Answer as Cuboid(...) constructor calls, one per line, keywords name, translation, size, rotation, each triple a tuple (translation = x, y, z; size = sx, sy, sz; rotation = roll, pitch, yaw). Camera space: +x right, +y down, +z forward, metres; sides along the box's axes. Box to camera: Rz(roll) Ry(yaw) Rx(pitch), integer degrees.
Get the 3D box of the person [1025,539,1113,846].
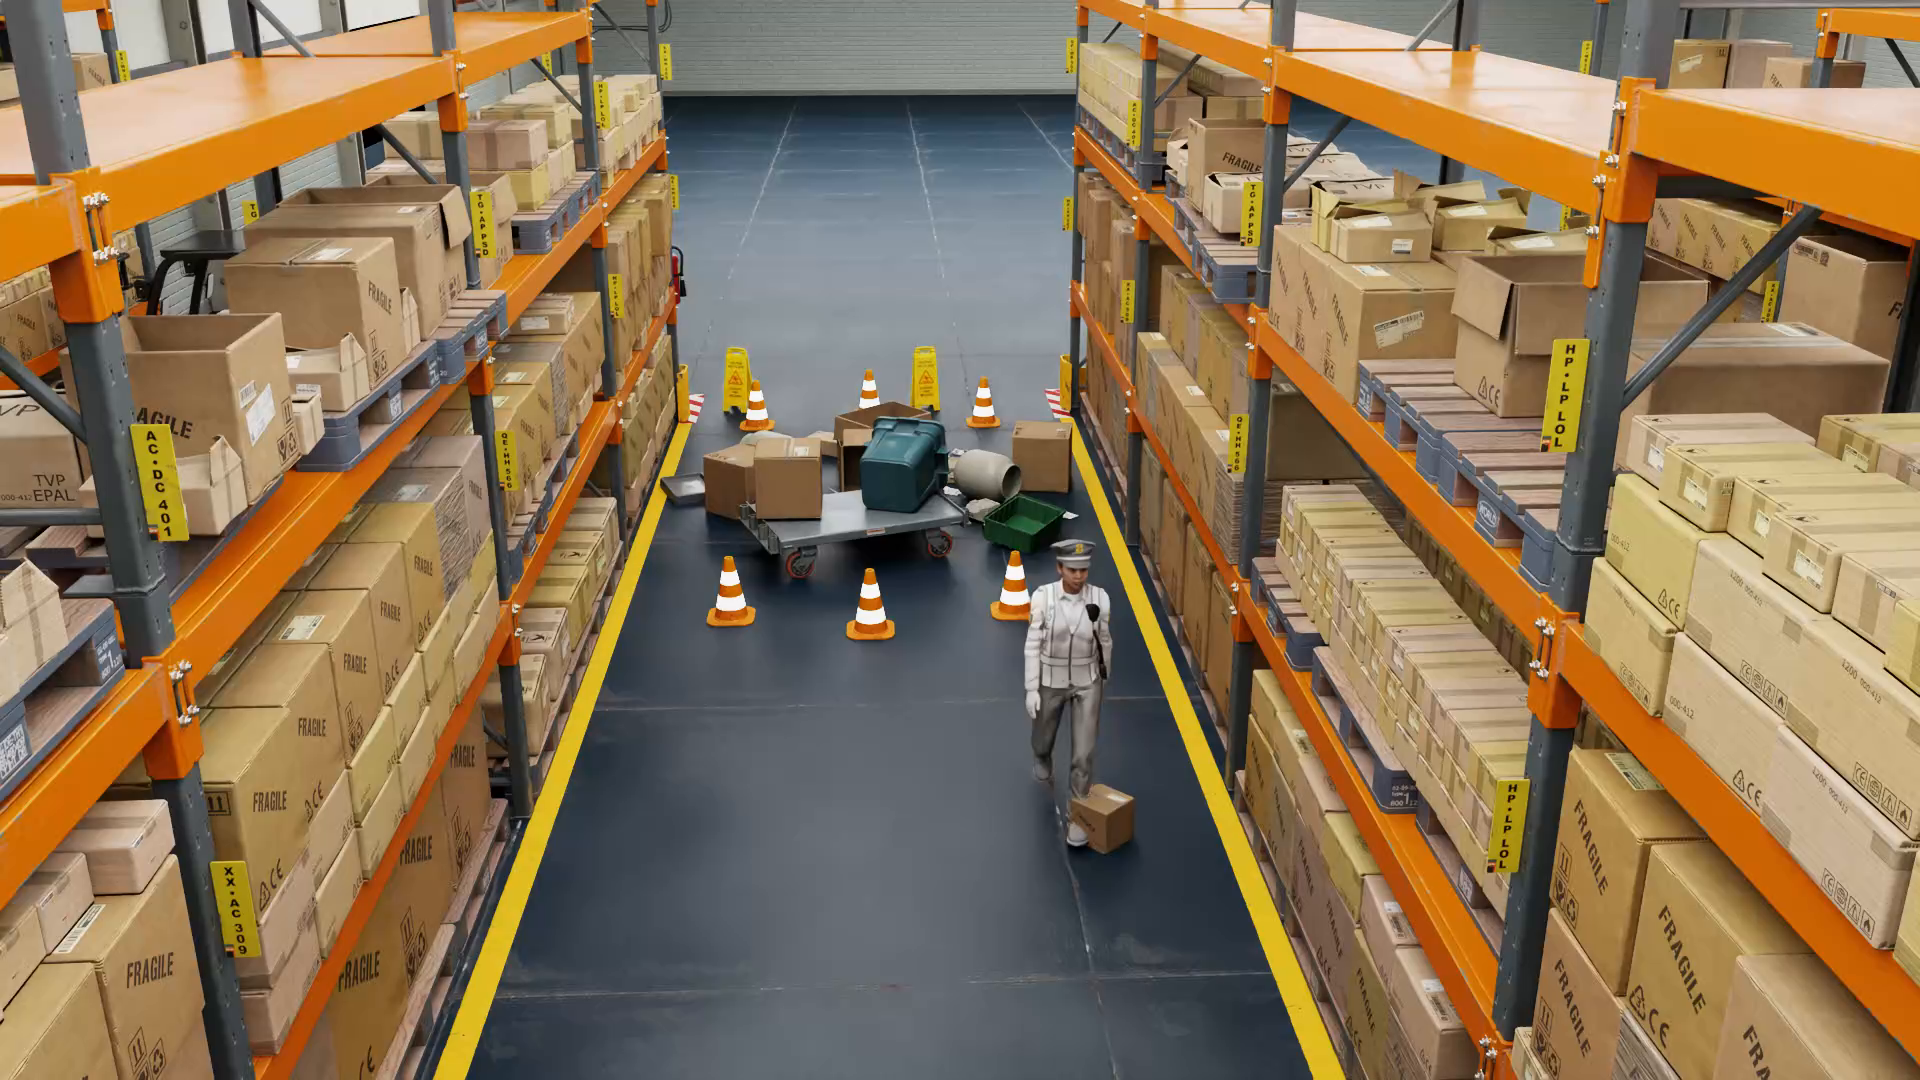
Cuboid(name="person", translation=(0.586, 0.744, 9.014), size=(0.478, 1.652, 0.819), rotation=(1, 21, 1))
